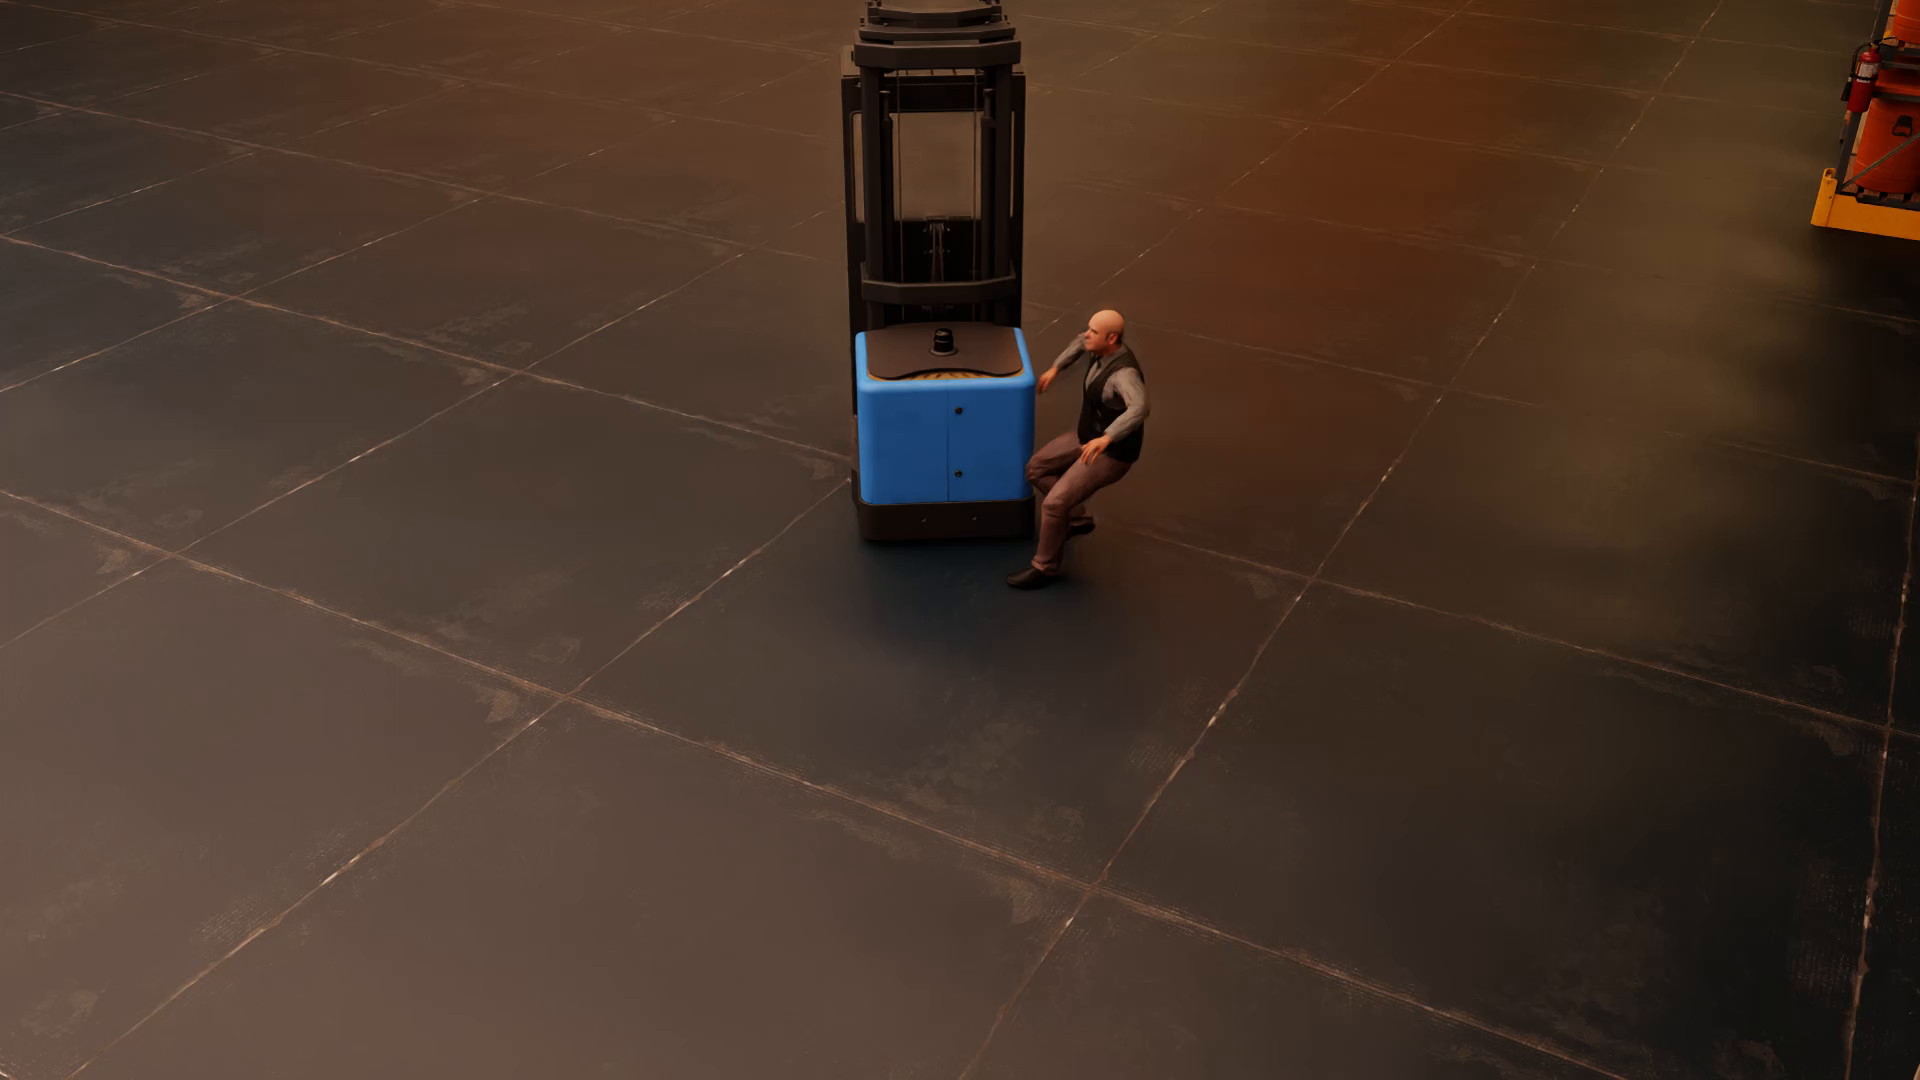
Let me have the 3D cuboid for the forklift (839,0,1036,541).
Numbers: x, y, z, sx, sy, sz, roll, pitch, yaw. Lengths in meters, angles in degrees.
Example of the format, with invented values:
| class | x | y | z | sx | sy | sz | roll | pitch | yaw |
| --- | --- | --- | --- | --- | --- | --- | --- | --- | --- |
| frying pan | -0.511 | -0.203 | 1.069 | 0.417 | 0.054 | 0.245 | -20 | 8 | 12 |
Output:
| class | x | y | z | sx | sy | sz | roll | pitch | yaw |
| --- | --- | --- | --- | --- | --- | --- | --- | --- | --- |
| forklift | -0.175 | -1.973 | 10.489 | 1.130 | 2.935 | 3.031 | -2 | 30 | -4 |

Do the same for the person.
| class | x | y | z | sx | sy | sz | roll | pitch | yaw |
| --- | --- | --- | --- | --- | --- | --- | --- | --- | --- |
| person | 0.628 | -0.533 | 9.367 | 0.836 | 1.572 | 1.041 | -6 | 31 | -10 |
